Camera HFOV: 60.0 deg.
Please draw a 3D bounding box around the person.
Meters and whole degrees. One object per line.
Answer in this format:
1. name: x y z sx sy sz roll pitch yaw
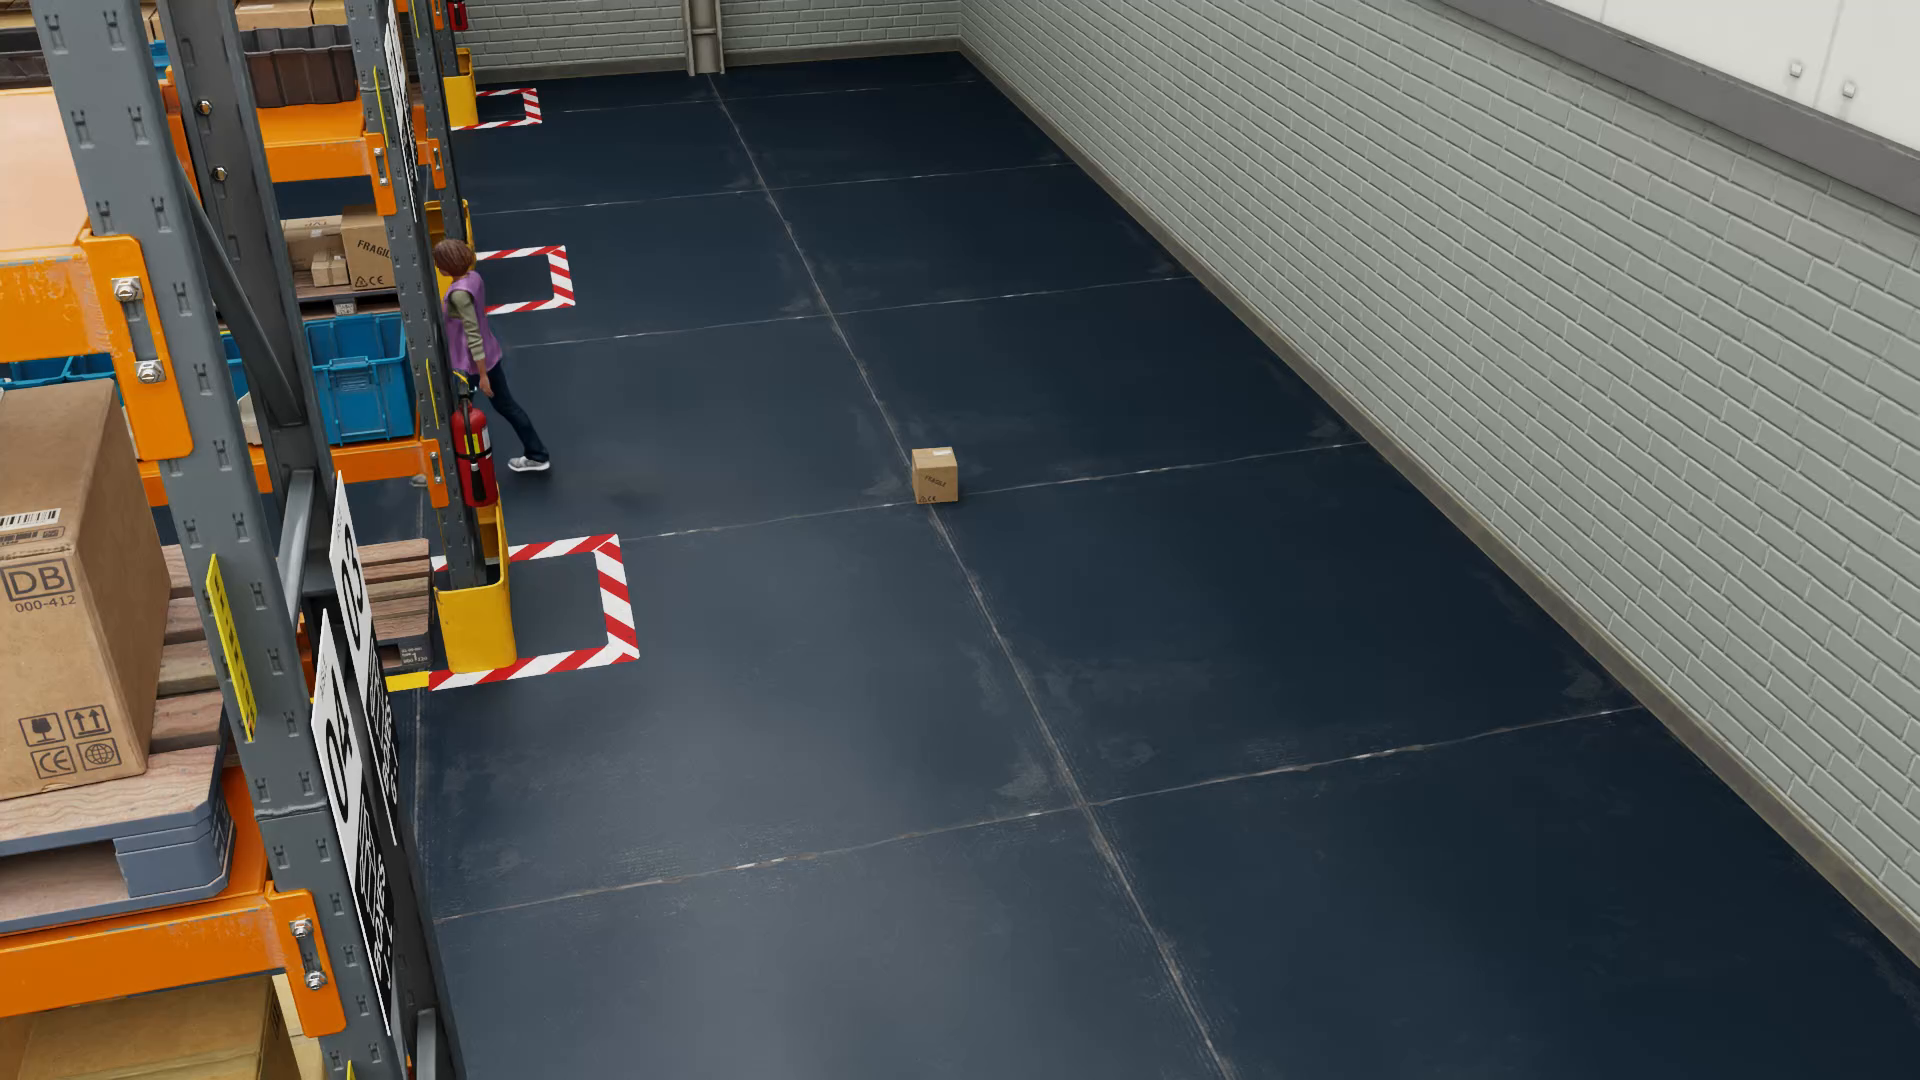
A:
1. person: -2.989 -1.068 10.029 0.843 1.577 0.466 1 31 2
